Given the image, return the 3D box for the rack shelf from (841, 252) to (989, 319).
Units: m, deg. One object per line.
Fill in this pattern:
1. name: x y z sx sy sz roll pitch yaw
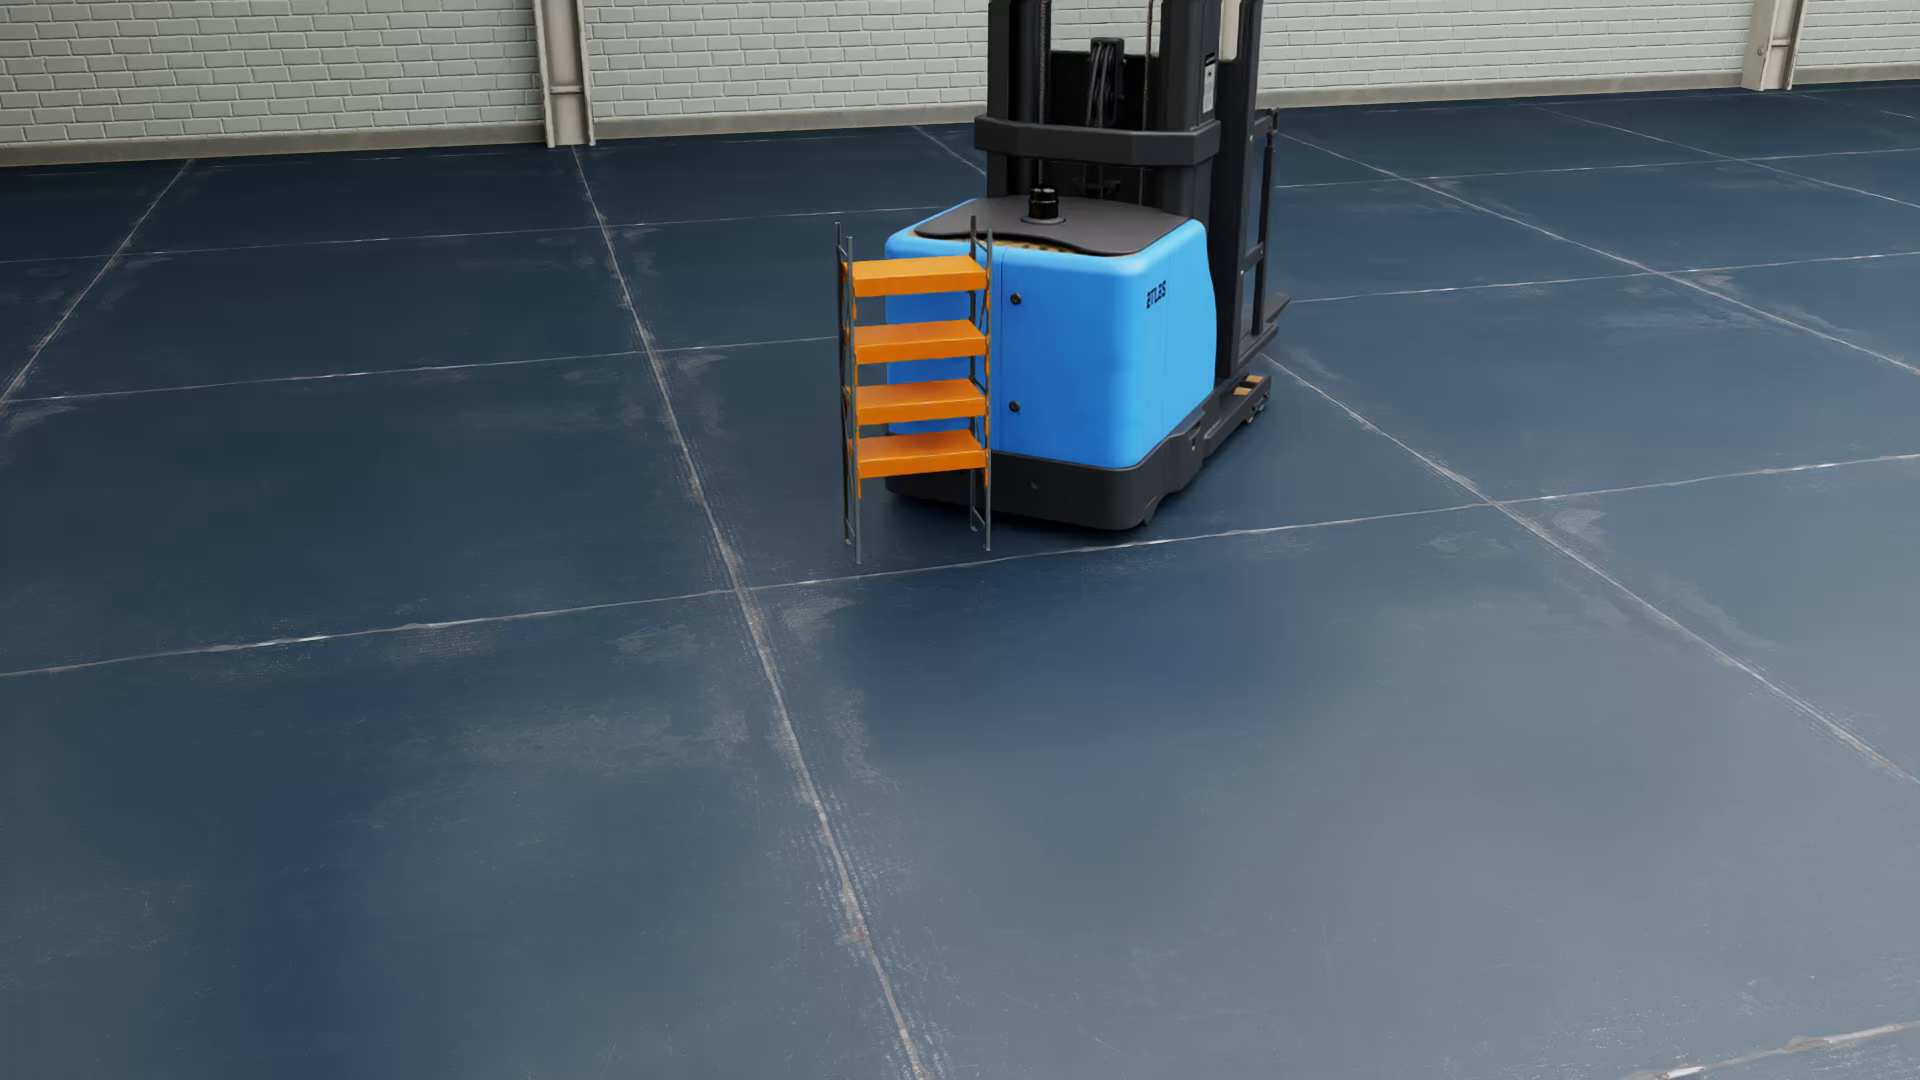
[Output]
1. rack shelf: -0.162 -0.892 5.811 0.480 0.148 0.258 -6 24 -13

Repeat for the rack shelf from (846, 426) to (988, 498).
1. rack shelf: -0.162 -0.287 6.070 0.480 0.148 0.258 -6 24 -13

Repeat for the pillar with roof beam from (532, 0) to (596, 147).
1. pillar with roof beam: -2.133 -5.861 8.498 0.400 9.000 9.100 -6 24 -14

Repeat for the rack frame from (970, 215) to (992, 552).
1. rack frame: 0.075 -0.555 6.021 0.015 1.200 0.240 -6 24 -13

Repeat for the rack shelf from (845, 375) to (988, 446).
1. rack shelf: -0.162 -0.469 5.992 0.480 0.148 0.258 -6 24 -13

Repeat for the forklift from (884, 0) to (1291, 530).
1. forklift: 0.780 -1.931 7.033 1.130 2.935 3.031 10 25 23

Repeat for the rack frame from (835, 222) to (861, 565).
1. rack frame: -0.398 -0.507 5.910 0.015 1.200 0.240 -6 24 -13

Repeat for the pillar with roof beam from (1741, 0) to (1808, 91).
1. pillar with roof beam: 9.421 -7.139 11.476 0.400 9.000 9.100 -6 24 -14

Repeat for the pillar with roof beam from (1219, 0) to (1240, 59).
1. pillar with roof beam: 3.644 -6.500 9.987 0.400 9.000 9.100 -6 24 -14

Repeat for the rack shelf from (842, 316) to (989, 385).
1. rack shelf: -0.162 -0.675 5.904 0.480 0.148 0.258 -6 24 -13

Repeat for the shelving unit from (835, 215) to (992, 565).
1. shelving unit: -0.162 -0.531 5.966 0.503 1.200 0.258 -6 24 -13
